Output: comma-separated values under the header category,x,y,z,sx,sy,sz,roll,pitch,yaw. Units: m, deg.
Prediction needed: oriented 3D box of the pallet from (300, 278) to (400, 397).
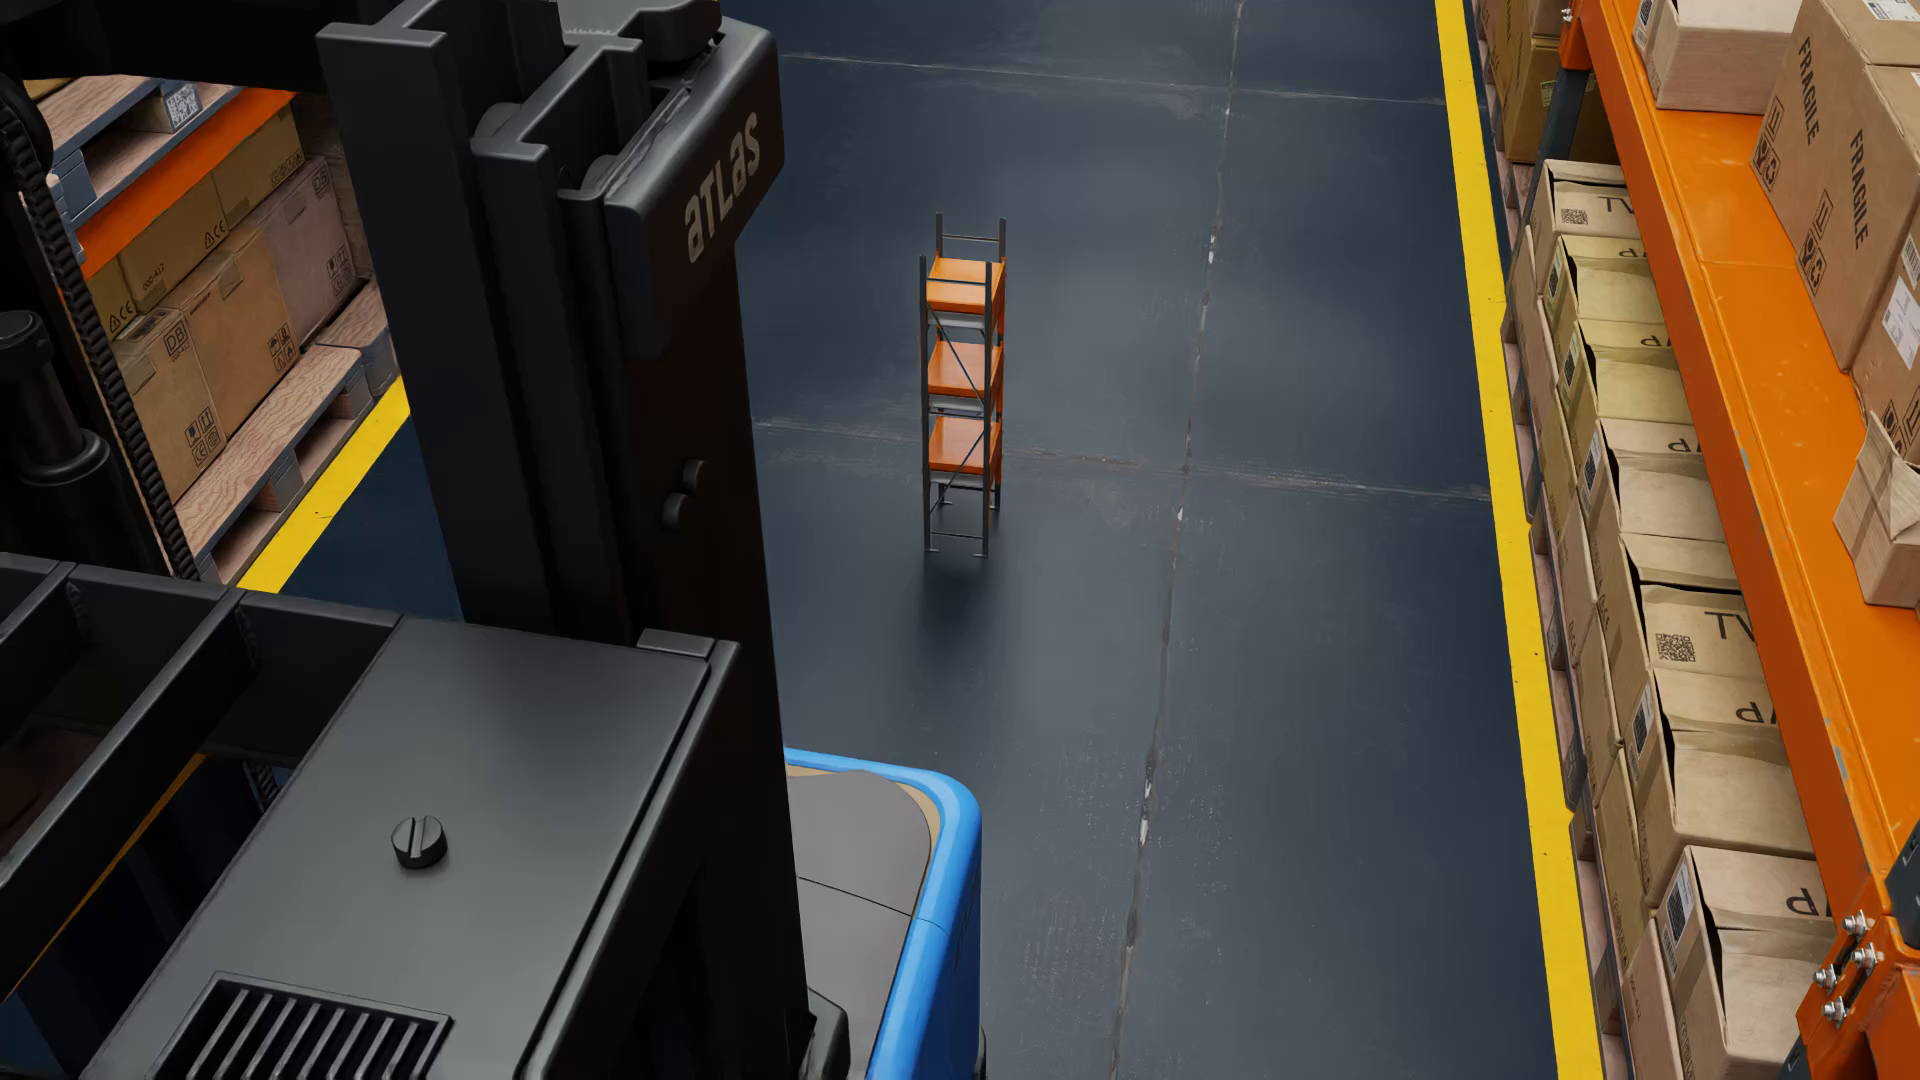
category,x,y,z,sx,sy,sz,roll,pitch,yaw
pallet,-2.430,-1.012,6.308,1.003,0.211,1.213,6,40,8

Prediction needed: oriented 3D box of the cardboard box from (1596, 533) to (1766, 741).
category,x,y,z,sx,sy,sz,roll,pitch,yaw
cardboard box,1.854,0.233,4.002,0.500,0.311,0.500,6,40,8

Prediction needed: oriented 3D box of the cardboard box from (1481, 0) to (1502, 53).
category,x,y,z,sx,sy,sz,roll,pitch,yaw
cardboard box,2.691,-2.507,7.544,0.500,0.500,0.500,5,40,6

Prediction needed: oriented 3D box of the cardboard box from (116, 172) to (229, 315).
category,x,y,z,sx,sy,sz,roll,pitch,yaw
cardboard box,-2.611,-0.940,5.061,0.500,0.250,0.500,6,40,7

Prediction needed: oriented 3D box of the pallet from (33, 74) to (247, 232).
category,x,y,z,sx,sy,sz,roll,pitch,yaw
pallet,-2.596,-1.256,4.565,1.003,0.211,1.213,6,40,8

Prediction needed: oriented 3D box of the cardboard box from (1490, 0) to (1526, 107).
category,x,y,z,sx,sy,sz,roll,pitch,yaw
cardboard box,2.607,-2.177,7.145,0.500,0.500,0.500,5,40,6

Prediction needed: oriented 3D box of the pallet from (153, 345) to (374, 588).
category,x,y,z,sx,sy,sz,roll,pitch,yaw
pallet,-2.644,-0.248,5.385,1.003,0.211,1.213,6,40,8

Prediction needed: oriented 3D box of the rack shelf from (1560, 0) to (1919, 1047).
category,x,y,z,sx,sy,sz,roll,pitch,yaw
rack shelf,2.240,-0.500,4.066,1.077,0.370,4.000,6,40,8

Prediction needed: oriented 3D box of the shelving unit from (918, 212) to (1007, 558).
category,x,y,z,sx,sy,sz,roll,pitch,yaw
shelving unit,0.009,-0.438,4.956,0.215,1.050,0.252,6,40,8

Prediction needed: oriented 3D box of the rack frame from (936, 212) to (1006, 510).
category,x,y,z,sx,sy,sz,roll,pitch,yaw
rack frame,0.030,-0.515,5.049,0.200,1.050,0.008,6,40,8

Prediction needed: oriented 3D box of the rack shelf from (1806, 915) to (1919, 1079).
category,x,y,z,sx,sy,sz,roll,pitch,yaw
rack shelf,1.548,2.010,1.029,1.077,0.370,4.000,6,40,8

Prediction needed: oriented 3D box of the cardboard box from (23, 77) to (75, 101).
category,x,y,z,sx,sy,sz,roll,pitch,yaw
cardboard box,-2.677,-1.357,4.113,0.700,0.500,0.500,12,41,14

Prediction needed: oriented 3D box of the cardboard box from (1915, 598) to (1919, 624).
category,x,y,z,sx,sy,sz,roll,pitch,yaw
cardboard box,1.936,0.222,2.746,0.500,0.250,0.500,9,40,10

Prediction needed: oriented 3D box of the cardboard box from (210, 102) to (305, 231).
category,x,y,z,sx,sy,sz,roll,pitch,yaw
cardboard box,-2.527,-1.263,5.452,0.500,0.250,0.500,7,40,9

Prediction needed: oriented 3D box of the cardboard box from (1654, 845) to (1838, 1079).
category,x,y,z,sx,sy,sz,roll,pitch,yaw
cardboard box,1.682,0.874,3.228,0.500,0.311,0.500,6,40,8

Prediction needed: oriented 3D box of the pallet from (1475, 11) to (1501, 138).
category,x,y,z,sx,sy,sz,roll,pitch,yaw
pallet,2.966,-2.186,7.728,1.003,0.211,1.213,6,40,8

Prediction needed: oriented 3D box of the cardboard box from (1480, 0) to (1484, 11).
category,x,y,z,sx,sy,sz,roll,pitch,yaw
cardboard box,2.779,-2.824,7.928,0.500,0.500,0.500,7,40,8

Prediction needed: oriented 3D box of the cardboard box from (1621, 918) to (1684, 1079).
category,x,y,z,sx,sy,sz,roll,pitch,yaw
cardboard box,1.680,1.083,3.414,0.500,0.250,0.500,6,40,7

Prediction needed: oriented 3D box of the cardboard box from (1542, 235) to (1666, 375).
category,x,y,z,sx,sy,sz,roll,pitch,yaw
cardboard box,2.124,-0.724,5.160,0.500,0.311,0.500,5,40,7

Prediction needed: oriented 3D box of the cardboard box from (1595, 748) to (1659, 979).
category,x,y,z,sx,sy,sz,roll,pitch,yaw
cardboard box,1.770,0.766,3.798,0.500,0.250,0.500,6,40,7

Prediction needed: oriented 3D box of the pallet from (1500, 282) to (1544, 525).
category,x,y,z,sx,sy,sz,roll,pitch,yaw
pallet,2.405,-0.446,5.623,1.003,0.211,1.213,6,40,8

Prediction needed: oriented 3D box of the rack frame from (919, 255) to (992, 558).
category,x,y,z,sx,sy,sz,roll,pitch,yaw
rack frame,-0.012,-0.362,4.863,0.200,1.050,0.008,6,40,8

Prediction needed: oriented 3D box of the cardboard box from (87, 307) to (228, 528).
category,x,y,z,sx,sy,sz,roll,pitch,yaw
cardboard box,-2.707,-0.382,4.974,0.700,0.500,0.500,7,40,8

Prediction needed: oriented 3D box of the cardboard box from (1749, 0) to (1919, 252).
category,x,y,z,sx,sy,sz,roll,pitch,yaw
cardboard box,2.312,-1.016,4.047,0.500,0.500,0.500,4,40,5

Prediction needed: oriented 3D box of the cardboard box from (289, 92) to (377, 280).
category,x,y,z,sx,sy,sz,roll,pitch,yaw
cardboard box,-2.367,-1.325,6.115,0.700,0.500,0.500,7,40,8

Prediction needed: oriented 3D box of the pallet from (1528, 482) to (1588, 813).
category,x,y,z,sx,sy,sz,roll,pitch,yaw
pallet,2.192,0.318,4.700,1.003,0.211,1.213,6,40,8

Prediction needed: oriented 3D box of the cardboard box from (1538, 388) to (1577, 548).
category,x,y,z,sx,sy,sz,roll,pitch,yaw
cardboard box,2.036,-0.196,4.961,0.500,0.250,0.500,5,40,6

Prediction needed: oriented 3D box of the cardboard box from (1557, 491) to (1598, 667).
category,x,y,z,sx,sy,sz,roll,pitch,yaw
cardboard box,1.947,0.126,4.572,0.500,0.250,0.500,7,40,9

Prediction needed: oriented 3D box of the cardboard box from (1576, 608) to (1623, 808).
category,x,y,z,sx,sy,sz,roll,pitch,yaw
cardboard box,1.858,0.445,4.186,0.500,0.250,0.500,7,40,9

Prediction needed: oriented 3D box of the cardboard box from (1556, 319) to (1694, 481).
category,x,y,z,sx,sy,sz,roll,pitch,yaw
cardboard box,2.033,-0.404,4.773,0.500,0.311,0.500,5,40,6

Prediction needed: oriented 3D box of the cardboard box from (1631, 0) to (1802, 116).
category,x,y,z,sx,sy,sz,roll,pitch,yaw
cardboard box,2.241,-1.458,4.730,0.500,0.311,0.500,6,40,7

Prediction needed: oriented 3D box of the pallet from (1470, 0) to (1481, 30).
category,x,y,z,sx,sy,sz,roll,pitch,yaw
pallet,3.175,-2.954,8.657,1.003,0.211,1.213,6,40,8

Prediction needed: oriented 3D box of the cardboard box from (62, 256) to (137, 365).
category,x,y,z,sx,sy,sz,roll,pitch,yaw
cardboard box,-2.715,-0.629,4.685,0.500,0.250,0.500,5,40,6

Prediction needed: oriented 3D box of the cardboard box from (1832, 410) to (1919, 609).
category,x,y,z,sx,sy,sz,roll,pitch,yaw
cardboard box,1.865,-0.043,3.053,0.396,0.266,0.258,5,40,7

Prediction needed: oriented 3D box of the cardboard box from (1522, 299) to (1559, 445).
category,x,y,z,sx,sy,sz,roll,pitch,yaw
cardboard box,2.120,-0.523,5.357,0.500,0.250,0.500,5,40,6

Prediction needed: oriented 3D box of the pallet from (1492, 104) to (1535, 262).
category,x,y,z,sx,sy,sz,roll,pitch,yaw
pallet,2.753,-1.422,6.805,1.003,0.211,1.213,6,40,8

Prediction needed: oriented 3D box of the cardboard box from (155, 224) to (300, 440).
category,x,y,z,sx,sy,sz,roll,pitch,yaw
cardboard box,-2.628,-0.700,5.359,0.700,0.500,0.500,6,40,7

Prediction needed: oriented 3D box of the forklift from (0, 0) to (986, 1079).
category,x,y,z,sx,sy,sz,roll,pitch,yaw
forklift,-0.757,0.986,1.757,1.130,2.935,3.031,8,40,9

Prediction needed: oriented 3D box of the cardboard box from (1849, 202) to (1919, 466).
category,x,y,z,sx,sy,sz,roll,pitch,yaw
cardboard box,2.134,-0.372,3.267,0.500,0.500,0.500,9,40,11

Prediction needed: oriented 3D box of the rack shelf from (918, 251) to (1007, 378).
category,x,y,z,sx,sy,sz,roll,pitch,yaw
rack shelf,0.009,-0.649,4.782,0.215,0.259,0.240,6,40,8

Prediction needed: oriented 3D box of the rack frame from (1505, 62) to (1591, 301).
category,x,y,z,sx,sy,sz,roll,pitch,yaw
rack frame,2.586,-2.033,5.355,1.000,3.000,0.127,6,40,8

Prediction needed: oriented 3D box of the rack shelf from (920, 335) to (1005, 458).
category,x,y,z,sx,sy,sz,roll,pitch,yaw
rack shelf,0.009,-0.430,4.963,0.215,0.259,0.240,6,40,8

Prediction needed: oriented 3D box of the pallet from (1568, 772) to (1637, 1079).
category,x,y,z,sx,sy,sz,roll,pitch,yaw
pallet,1.983,1.086,3.771,1.003,0.211,1.213,6,40,8

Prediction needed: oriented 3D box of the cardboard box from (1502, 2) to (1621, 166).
category,x,y,z,sx,sy,sz,roll,pitch,yaw
cardboard box,2.517,-1.852,6.752,0.500,0.500,0.500,8,40,9

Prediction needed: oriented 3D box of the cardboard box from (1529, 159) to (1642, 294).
category,x,y,z,sx,sy,sz,roll,pitch,yaw
cardboard box,2.206,-1.055,5.560,0.500,0.311,0.500,8,40,9

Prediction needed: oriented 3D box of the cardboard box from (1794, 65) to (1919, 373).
category,x,y,z,sx,sy,sz,roll,pitch,yaw
cardboard box,2.221,-0.686,3.647,0.500,0.500,0.500,6,40,8

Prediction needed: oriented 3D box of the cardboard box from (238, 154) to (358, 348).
category,x,y,z,sx,sy,sz,roll,pitch,yaw
cardboard box,-2.570,-1.015,5.740,0.700,0.500,0.500,6,40,8

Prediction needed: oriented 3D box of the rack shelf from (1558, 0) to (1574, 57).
category,x,y,z,sx,sy,sz,roll,pitch,yaw
rack shelf,2.932,-3.011,7.102,1.077,0.370,4.000,6,40,8

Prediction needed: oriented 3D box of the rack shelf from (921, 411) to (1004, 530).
category,x,y,z,sx,sy,sz,roll,pitch,yaw
rack shelf,0.009,-0.216,5.140,0.215,0.259,0.240,6,40,8

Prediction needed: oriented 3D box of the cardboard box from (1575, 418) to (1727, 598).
category,x,y,z,sx,sy,sz,roll,pitch,yaw
cardboard box,1.945,-0.082,4.383,0.500,0.311,0.500,6,40,7

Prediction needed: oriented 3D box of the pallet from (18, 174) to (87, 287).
category,x,y,z,sx,sy,sz,roll,pitch,yaw
pallet,-2.710,-0.456,3.598,1.003,0.211,1.213,6,40,8

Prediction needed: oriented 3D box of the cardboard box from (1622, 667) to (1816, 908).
category,x,y,z,sx,sy,sz,roll,pitch,yaw
cardboard box,1.766,0.546,3.623,0.500,0.311,0.500,7,40,9

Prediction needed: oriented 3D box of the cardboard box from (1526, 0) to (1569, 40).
category,x,y,z,sx,sy,sz,roll,pitch,yaw
cardboard box,2.522,-2.177,6.557,0.500,0.250,0.500,8,40,9

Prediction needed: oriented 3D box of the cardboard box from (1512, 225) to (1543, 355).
category,x,y,z,sx,sy,sz,roll,pitch,yaw
cardboard box,2.206,-0.839,5.739,0.500,0.250,0.500,6,40,8
